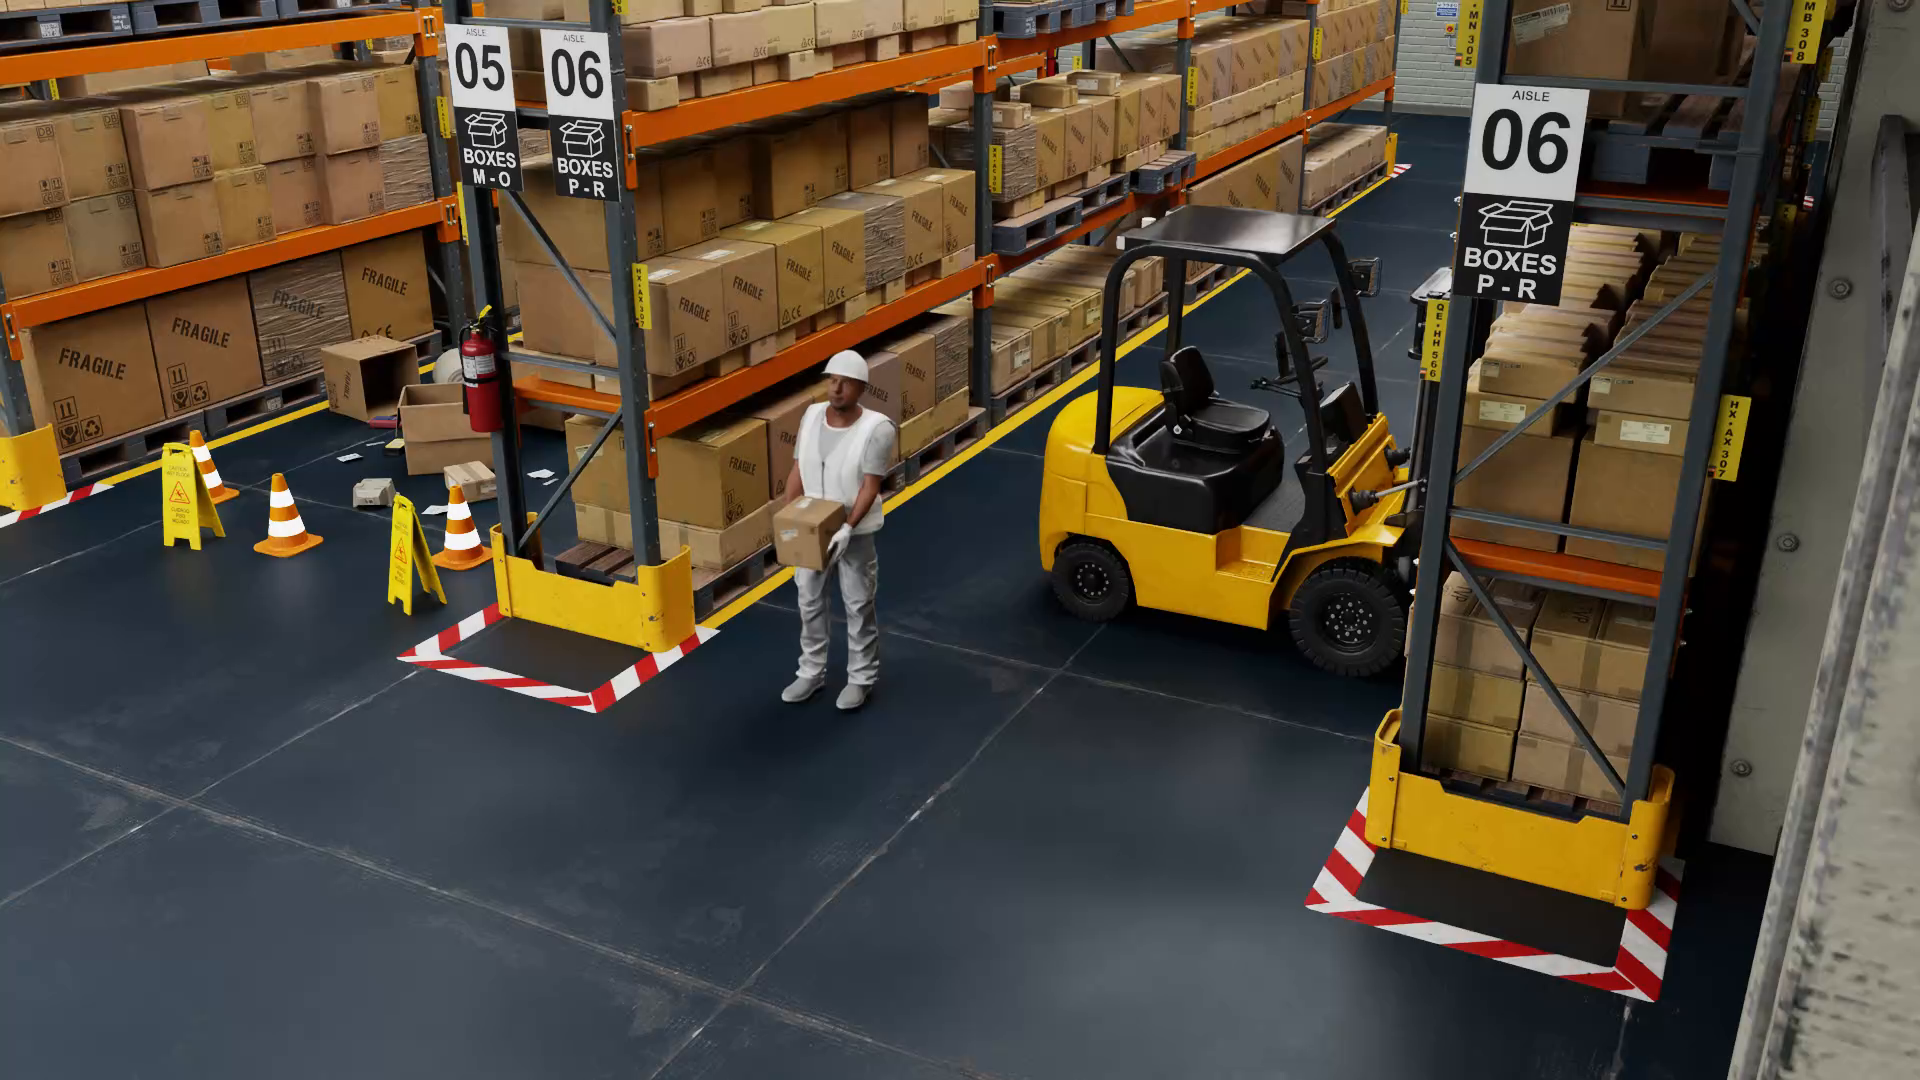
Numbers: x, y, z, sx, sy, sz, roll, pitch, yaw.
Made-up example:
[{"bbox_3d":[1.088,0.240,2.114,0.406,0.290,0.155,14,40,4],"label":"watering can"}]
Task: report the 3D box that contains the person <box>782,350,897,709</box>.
[{"bbox_3d":[-0.618,-0.024,8.120,0.510,1.788,0.557,11,25,25],"label":"person"}]
